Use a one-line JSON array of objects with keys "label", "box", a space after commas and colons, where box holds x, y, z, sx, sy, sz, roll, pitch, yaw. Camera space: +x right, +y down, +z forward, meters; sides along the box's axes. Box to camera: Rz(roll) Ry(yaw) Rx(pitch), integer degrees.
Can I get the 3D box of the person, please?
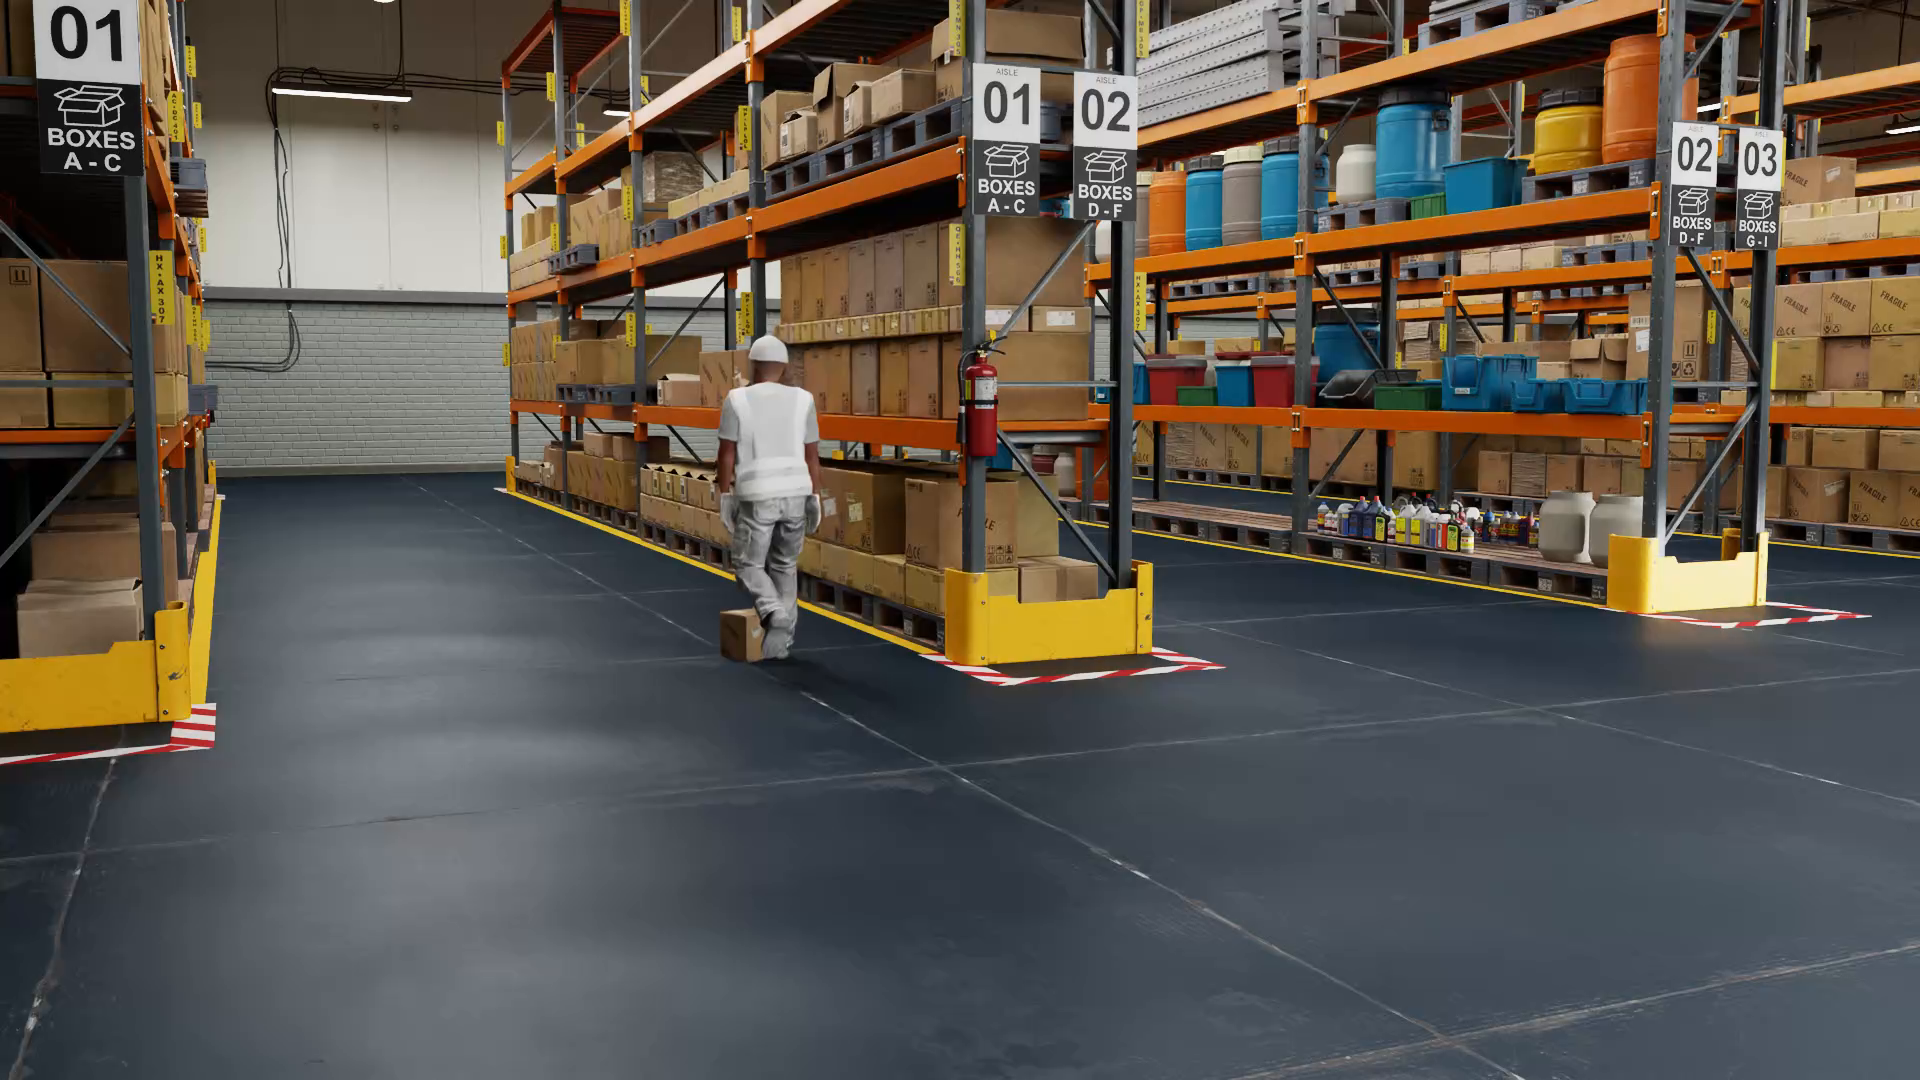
[{"label": "person", "box": [-1.001, -0.211, 8.865, 0.561, 1.760, 0.872, -2, 6, -22]}]
